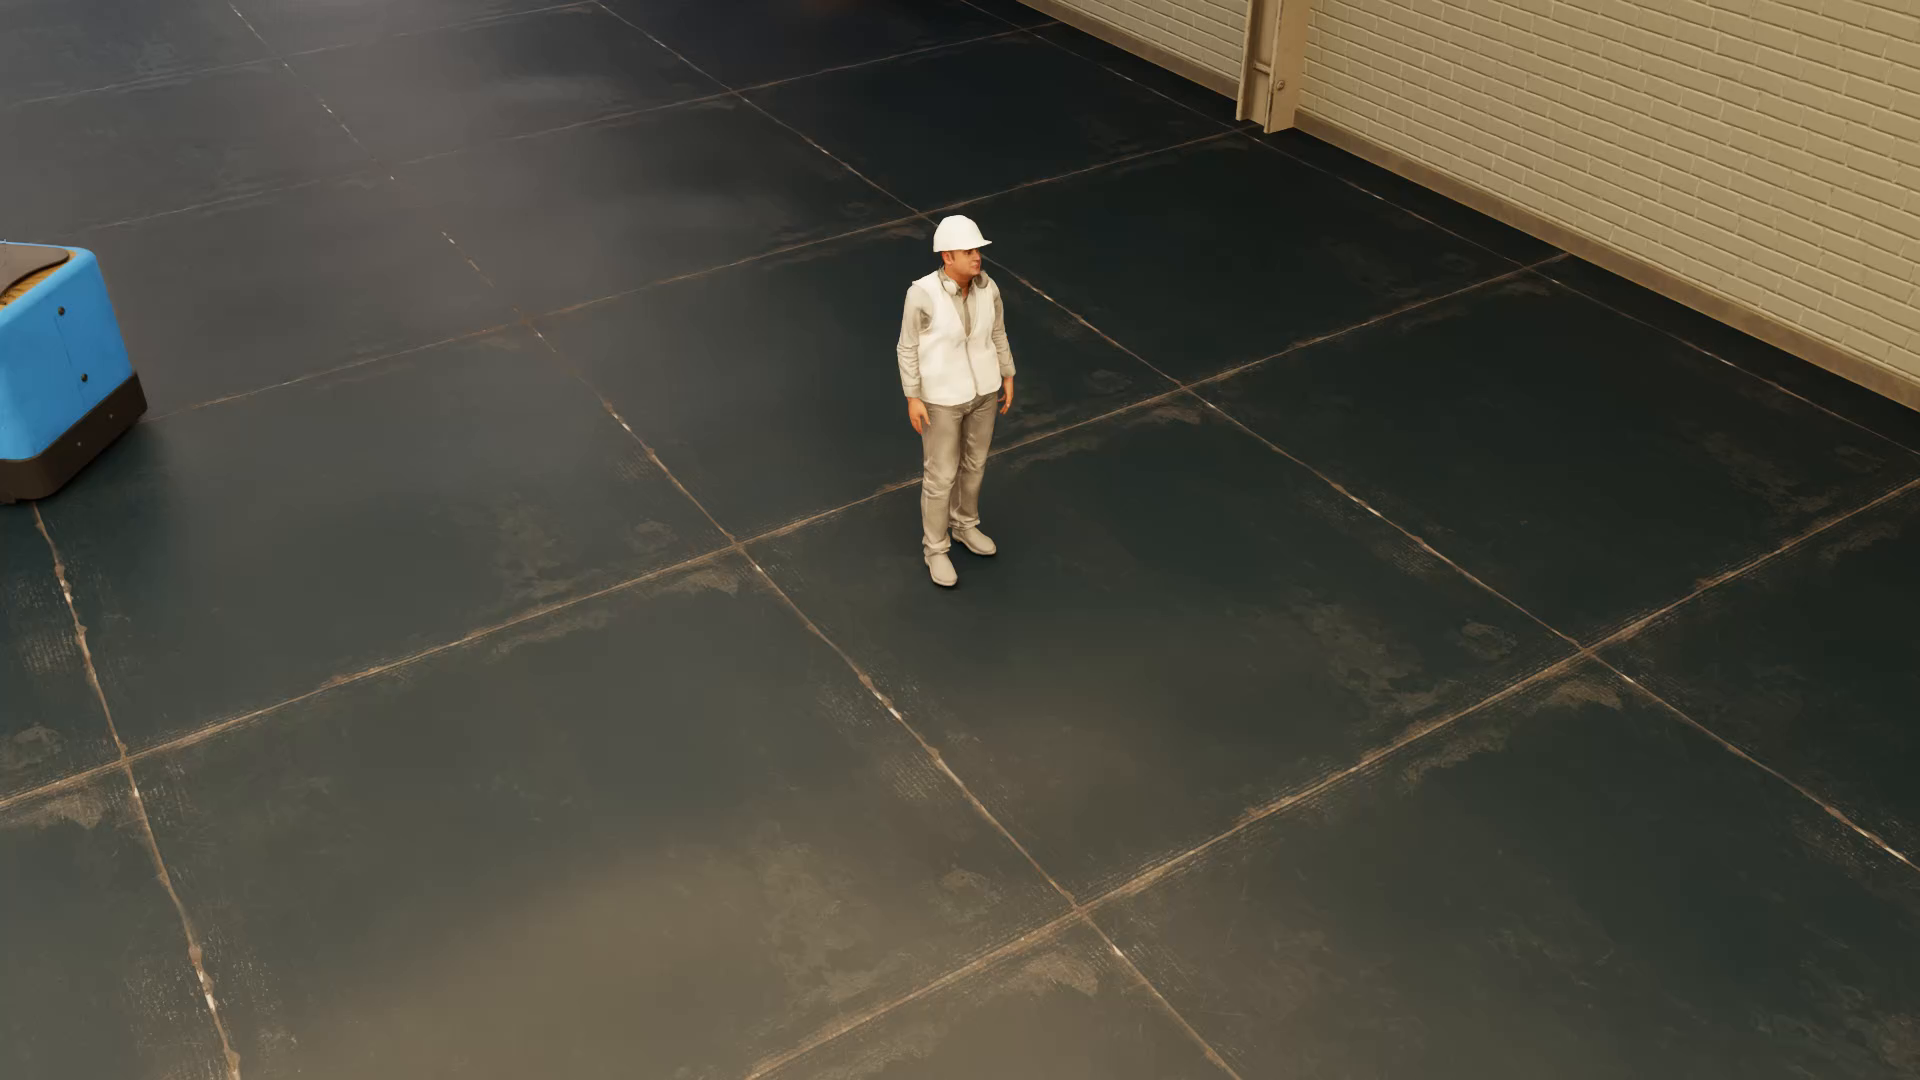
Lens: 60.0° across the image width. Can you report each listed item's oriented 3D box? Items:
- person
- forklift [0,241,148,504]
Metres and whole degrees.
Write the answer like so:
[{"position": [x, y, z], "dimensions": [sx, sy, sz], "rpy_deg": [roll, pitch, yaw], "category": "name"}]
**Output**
[{"position": [0.027, -0.700, 8.137], "dimensions": [0.632, 1.773, 0.568], "rpy_deg": [-21, 40, -27], "category": "person"}, {"position": [-6.281, -1.791, 8.697], "dimensions": [3.031, 2.935, 1.130], "rpy_deg": [6, 35, 8], "category": "forklift"}]
